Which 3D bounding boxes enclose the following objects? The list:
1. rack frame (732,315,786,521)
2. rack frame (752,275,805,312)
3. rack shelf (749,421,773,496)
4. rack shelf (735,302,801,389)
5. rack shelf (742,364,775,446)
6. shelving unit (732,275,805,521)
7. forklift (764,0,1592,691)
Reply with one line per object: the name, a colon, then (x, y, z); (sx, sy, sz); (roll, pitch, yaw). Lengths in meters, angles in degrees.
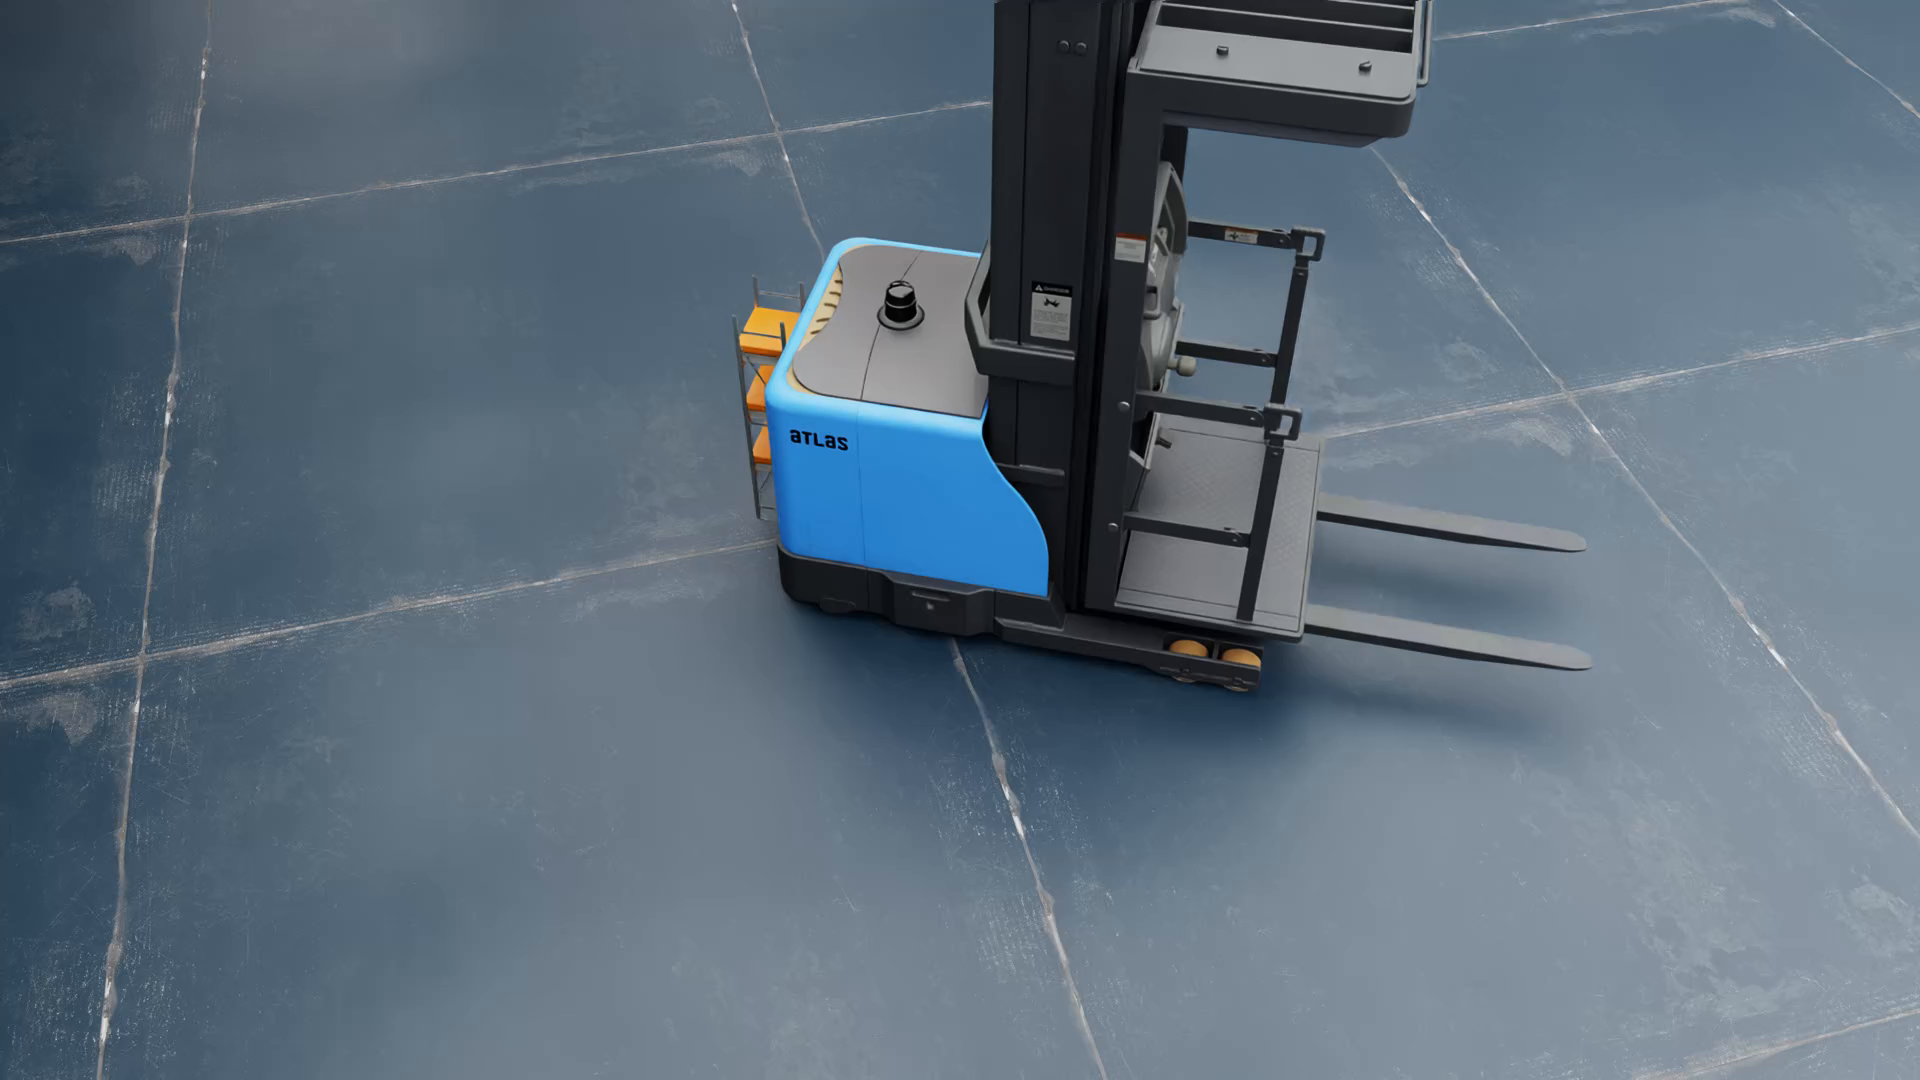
rack frame: (-0.737, -0.440, 6.446); (0.200, 1.050, 0.008); (9, 46, 9)
rack frame: (-0.683, -0.610, 6.612); (0.200, 1.050, 0.008); (9, 46, 9)
rack shelf: (-0.710, -0.323, 6.735); (0.215, 0.259, 0.240); (9, 46, 9)
rack shelf: (-0.710, -0.716, 6.334); (0.215, 0.259, 0.240); (9, 46, 9)
rack shelf: (-0.710, -0.517, 6.537); (0.215, 0.259, 0.240); (9, 46, 9)
shelving unit: (-0.710, -0.525, 6.529); (0.215, 1.050, 0.252); (9, 46, 9)
forklift: (0.874, -0.882, 5.563); (3.031, 2.935, 1.130); (9, 46, 9)
